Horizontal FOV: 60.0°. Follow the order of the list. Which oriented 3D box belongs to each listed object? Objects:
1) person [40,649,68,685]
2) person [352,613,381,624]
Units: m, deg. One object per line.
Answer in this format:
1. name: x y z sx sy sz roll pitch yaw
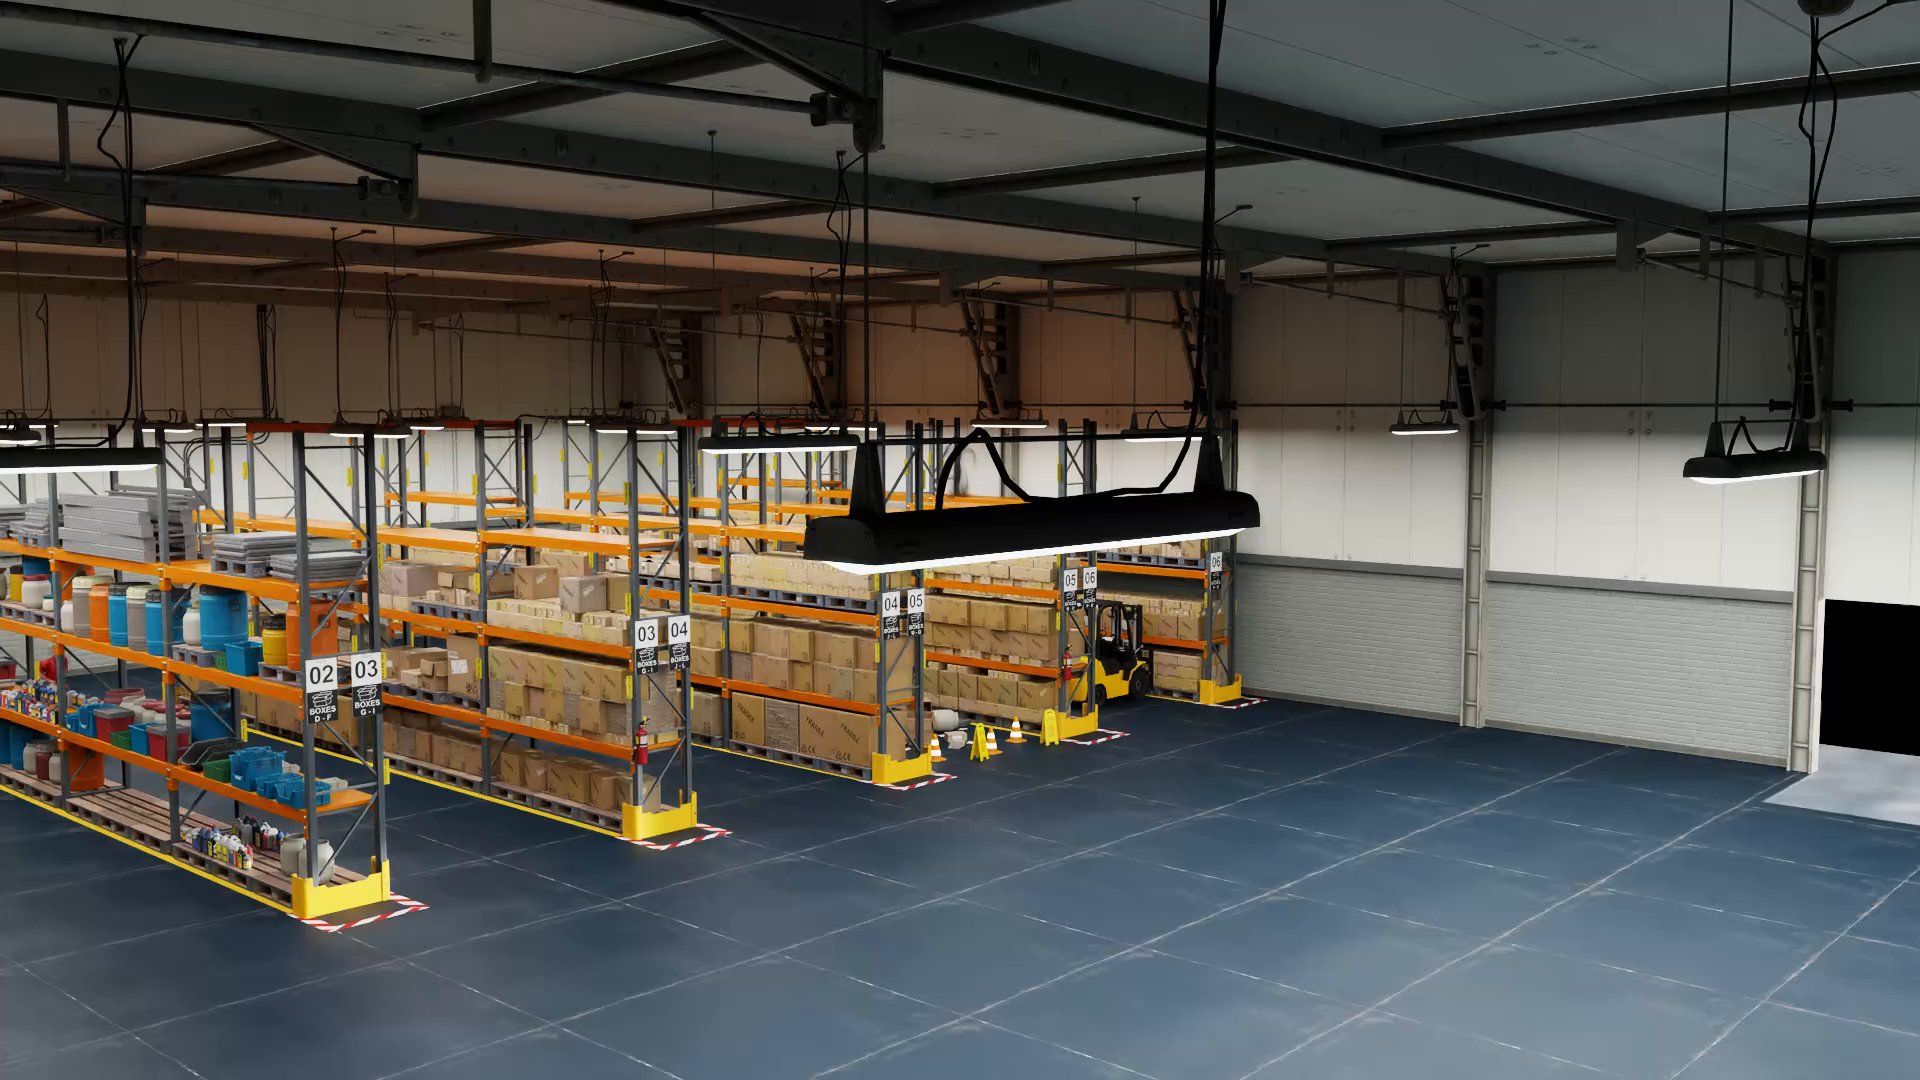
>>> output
1. person: -17.605 2.878 32.240 0.780 1.681 0.663 3 6 33
2. person: -14.364 2.128 40.292 0.644 1.783 0.948 -1 5 -7
